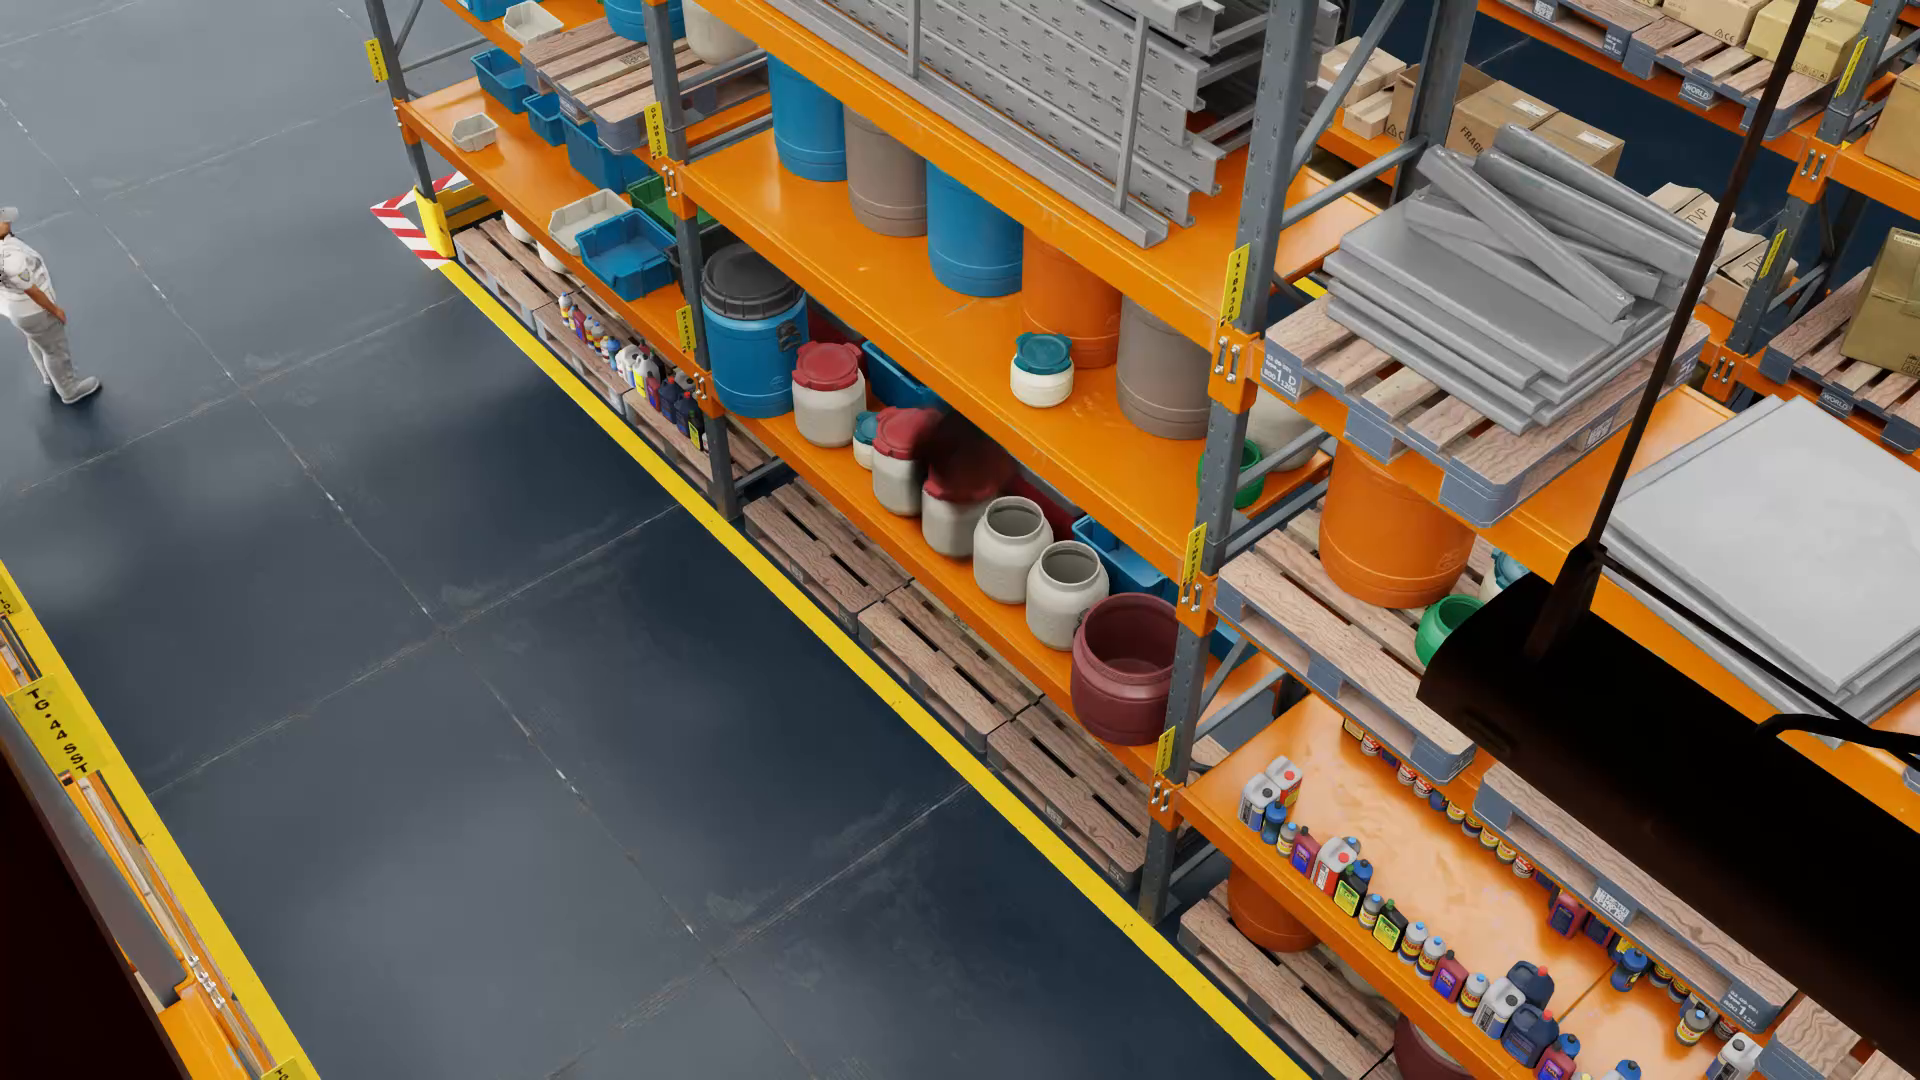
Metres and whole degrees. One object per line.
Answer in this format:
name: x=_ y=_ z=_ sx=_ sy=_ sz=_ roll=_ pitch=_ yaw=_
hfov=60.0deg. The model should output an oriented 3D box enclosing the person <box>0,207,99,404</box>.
person: x=-6.389 y=-1.616 z=11.388 sx=0.603 sy=1.705 sz=0.385 roll=31 pitch=54 yaw=26
